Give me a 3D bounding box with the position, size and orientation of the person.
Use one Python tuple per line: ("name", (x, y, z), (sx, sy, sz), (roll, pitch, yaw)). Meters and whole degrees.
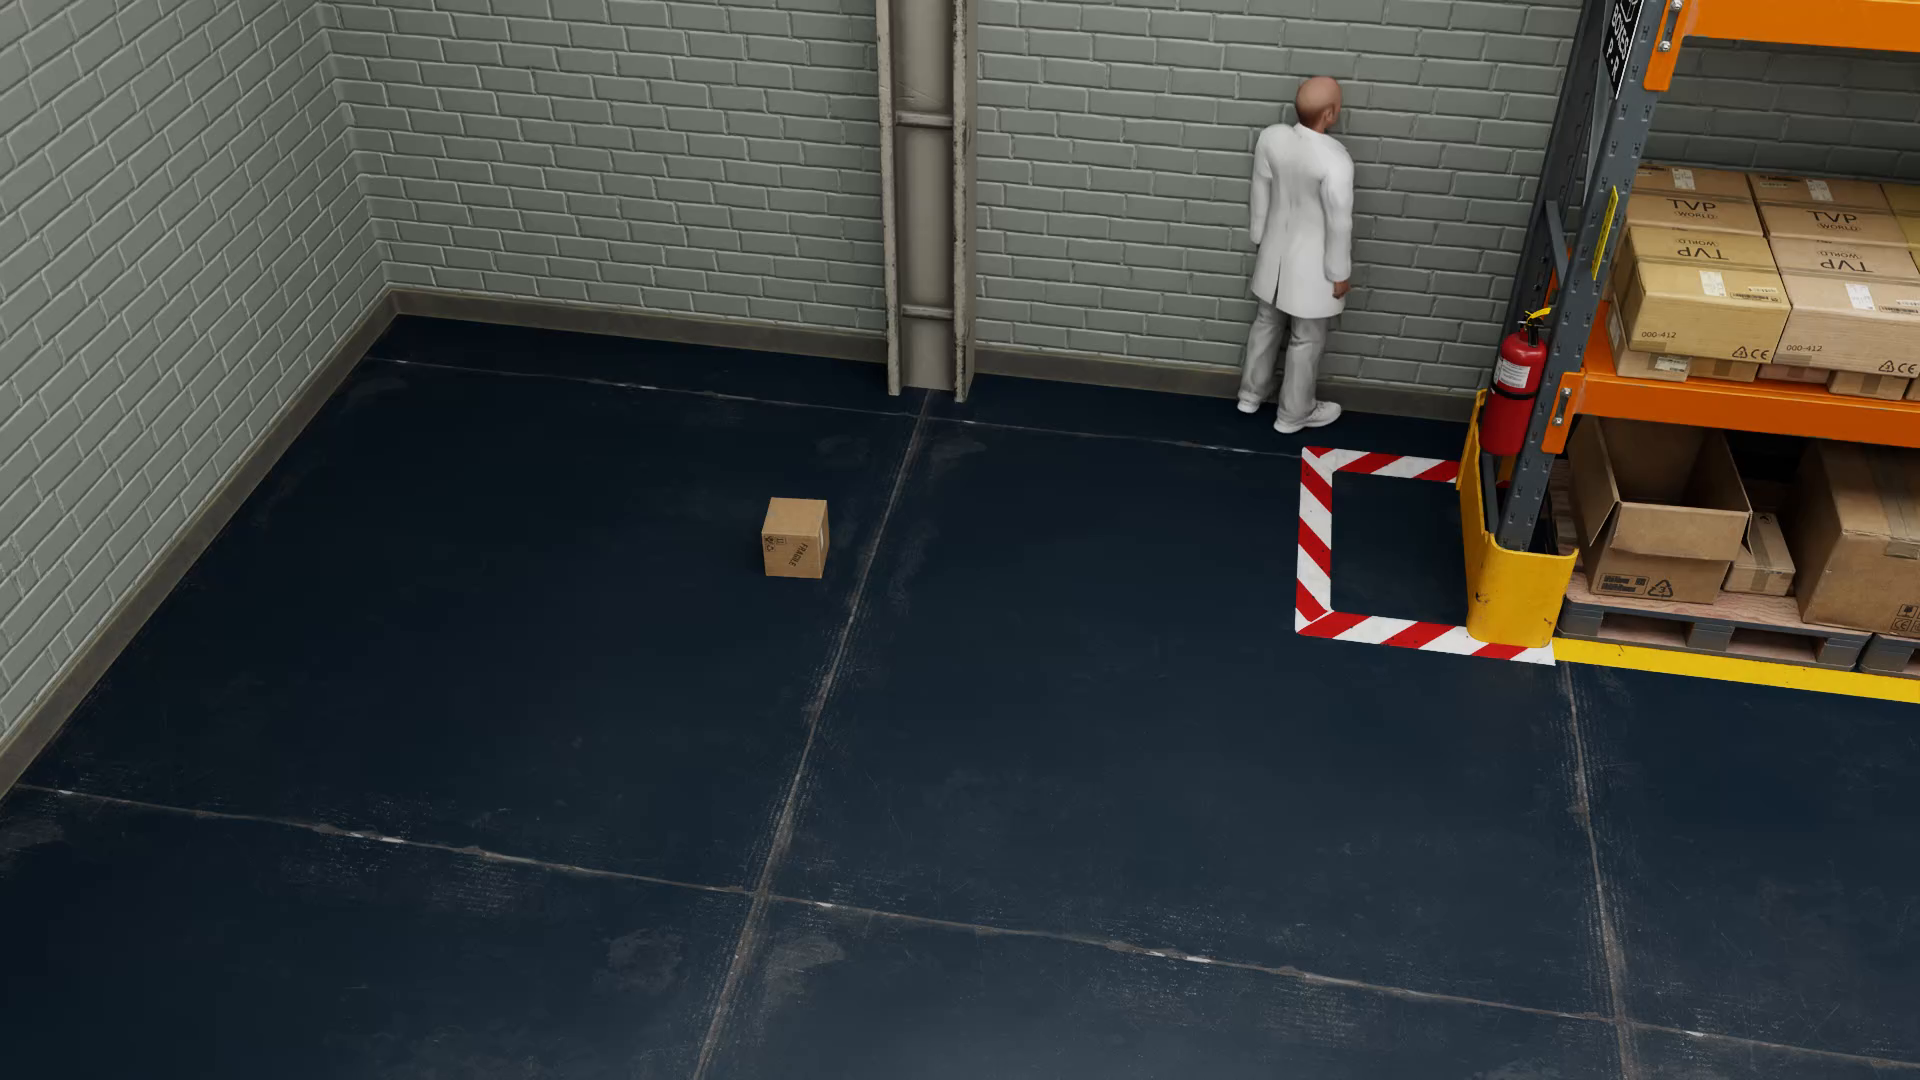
("person", (1.614, -1.320, 7.741), (0.404, 1.807, 0.571), (-27, 47, -28))
